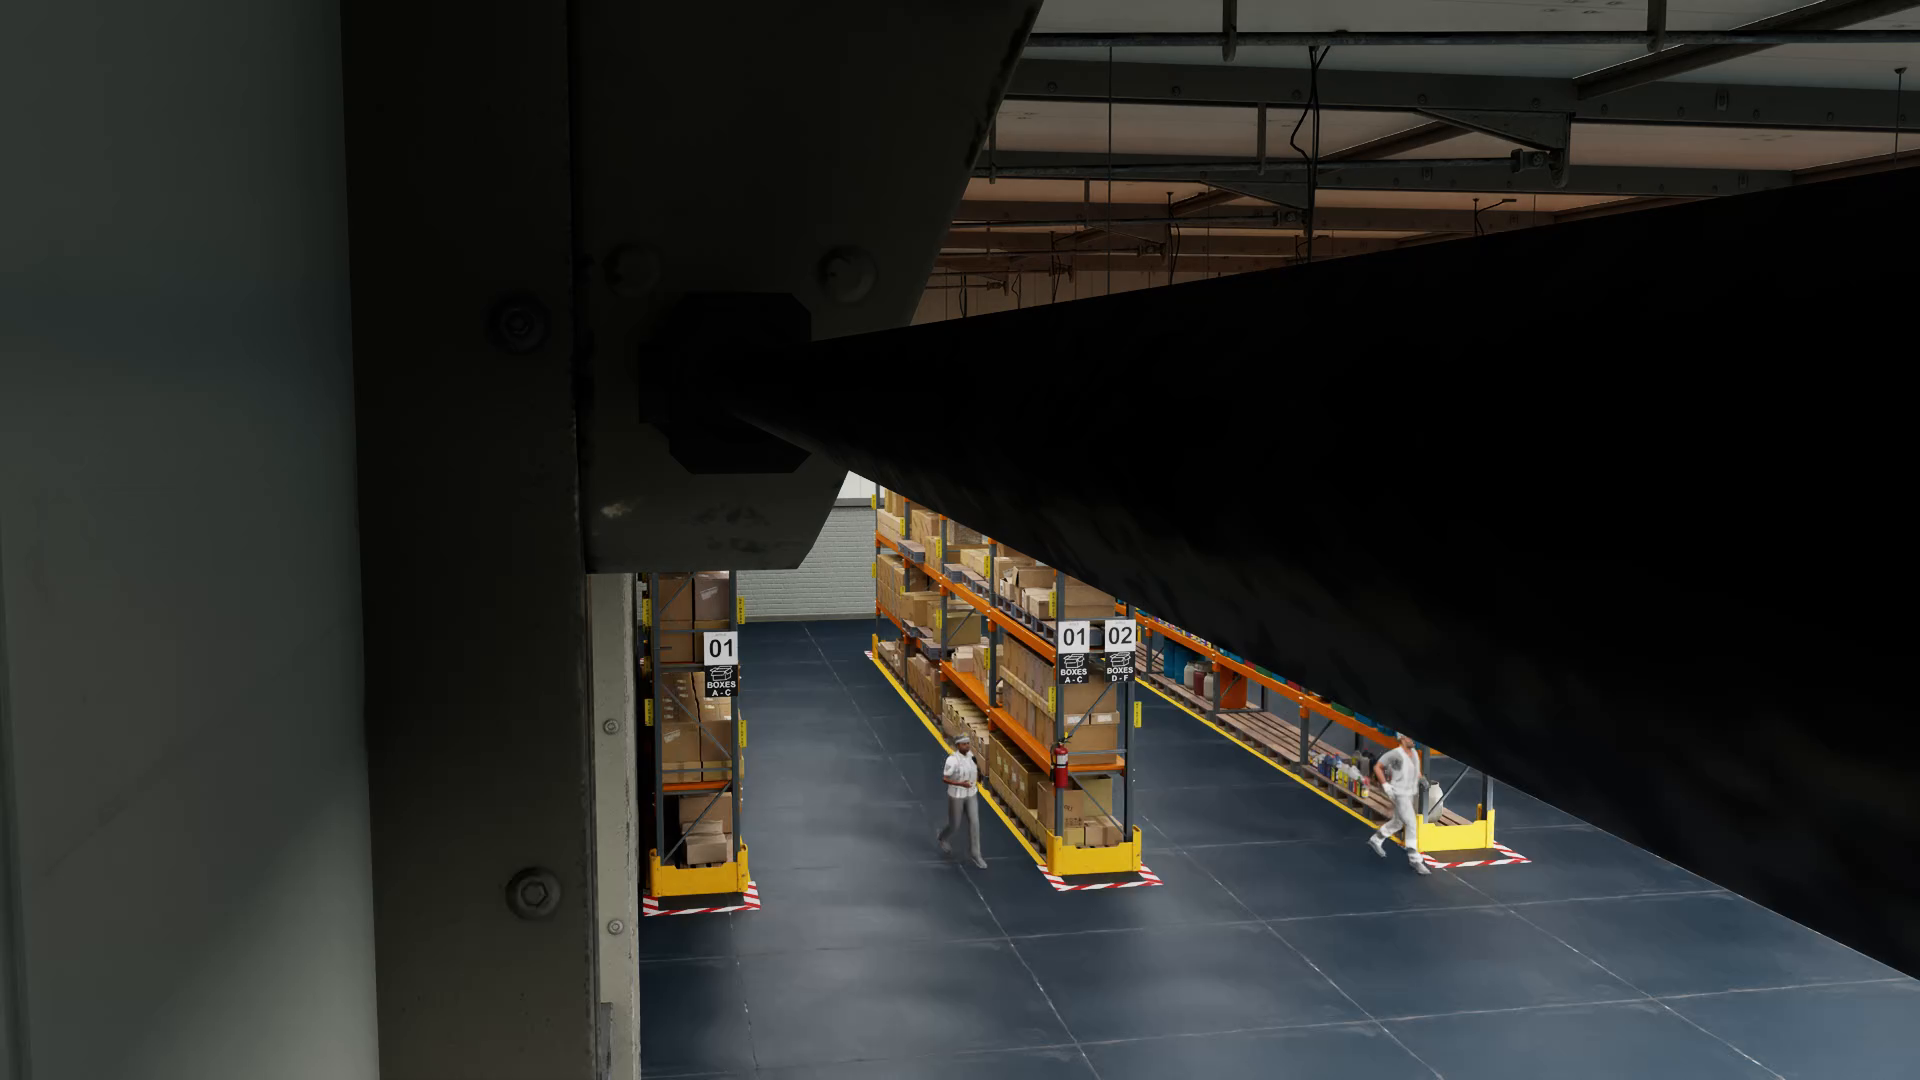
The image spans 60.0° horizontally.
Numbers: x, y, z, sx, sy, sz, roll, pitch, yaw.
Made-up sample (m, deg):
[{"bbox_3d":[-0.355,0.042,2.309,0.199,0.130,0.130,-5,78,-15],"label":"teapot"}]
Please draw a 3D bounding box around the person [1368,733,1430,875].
[{"bbox_3d":[5.638,3.266,21.197,0.945,1.811,0.673,6,8,43],"label":"person"}]

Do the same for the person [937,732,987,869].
[{"bbox_3d":[0.014,3.286,21.321,0.584,1.706,0.936,-4,7,-33],"label":"person"}]
